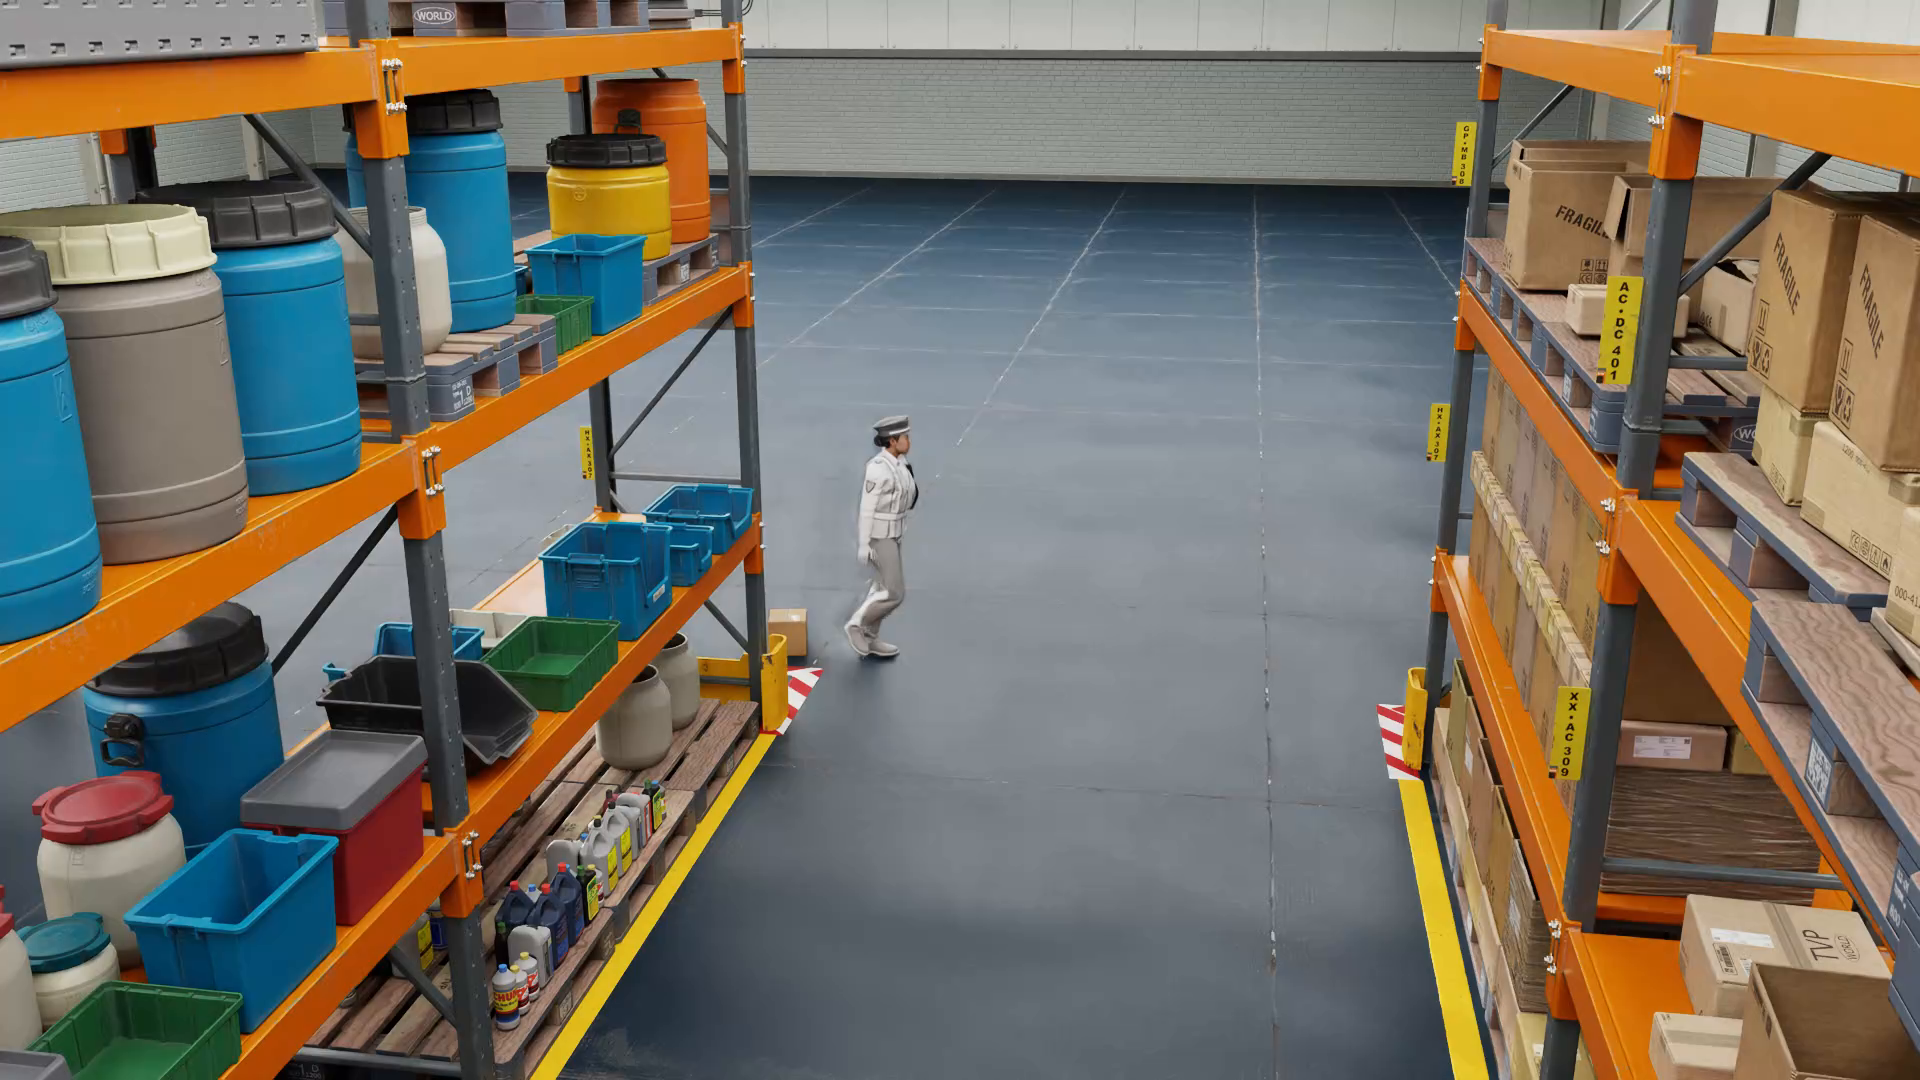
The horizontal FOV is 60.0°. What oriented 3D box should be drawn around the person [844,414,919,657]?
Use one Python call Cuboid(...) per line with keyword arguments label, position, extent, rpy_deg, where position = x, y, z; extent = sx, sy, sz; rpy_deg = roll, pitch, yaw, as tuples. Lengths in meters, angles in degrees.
Cuboid(label="person", position=(-0.531, -0.021, 11.058), extent=(0.461, 1.668, 0.524), rpy_deg=(5, 19, 15))
